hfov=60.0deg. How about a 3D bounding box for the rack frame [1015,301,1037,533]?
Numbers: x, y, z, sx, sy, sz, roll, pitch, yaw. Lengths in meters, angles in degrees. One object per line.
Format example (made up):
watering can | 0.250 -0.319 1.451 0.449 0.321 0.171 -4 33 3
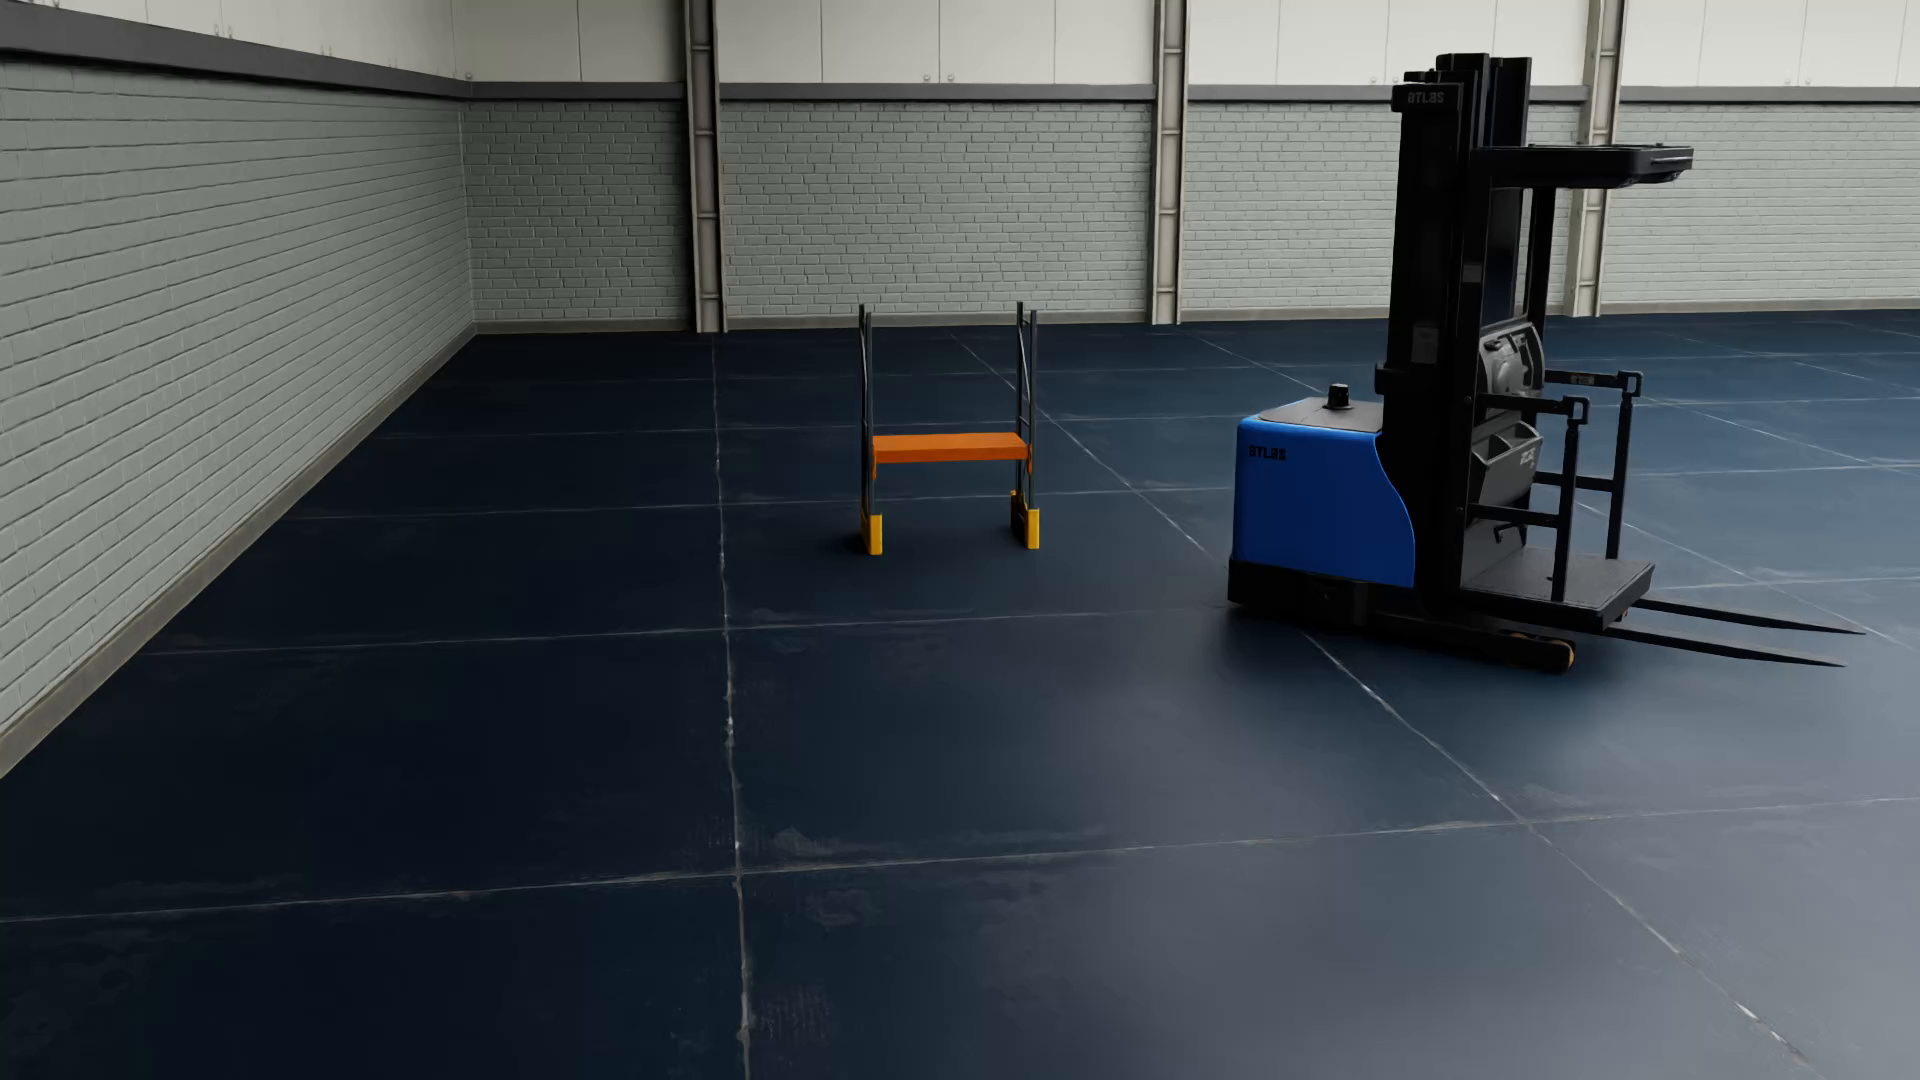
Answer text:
rack frame | 0.418 -0.743 10.601 0.032 1.500 0.500 -2 14 -8

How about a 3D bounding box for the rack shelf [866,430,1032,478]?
rack shelf | -0.084 -0.550 10.571 1.000 0.185 0.538 -2 14 -8

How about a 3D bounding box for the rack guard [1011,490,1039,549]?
rack guard | 0.417 -0.137 10.752 0.087 0.250 0.587 -2 14 -8

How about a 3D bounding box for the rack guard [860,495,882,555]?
rack guard | -0.568 -0.100 10.608 0.087 0.250 0.587 -2 14 -8

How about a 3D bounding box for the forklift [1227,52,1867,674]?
forklift | 2.968 -0.913 8.337 3.031 2.935 1.130 10 17 34

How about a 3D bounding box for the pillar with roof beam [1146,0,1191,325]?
pillar with roof beam | 3.371 -6.244 17.122 0.400 9.000 9.100 -2 14 -8

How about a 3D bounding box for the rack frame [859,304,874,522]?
rack frame | -0.587 -0.706 10.454 0.032 1.500 0.500 -2 14 -8

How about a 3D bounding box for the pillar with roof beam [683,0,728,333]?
pillar with roof beam | -2.562 -6.027 16.255 0.400 9.000 9.100 -2 14 -8

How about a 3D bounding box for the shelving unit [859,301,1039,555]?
shelving unit | -0.075 -0.725 10.528 1.083 1.500 0.587 -2 14 -8

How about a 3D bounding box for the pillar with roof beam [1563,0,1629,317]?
pillar with roof beam | 9.304 -6.462 17.989 0.400 9.000 9.100 -2 14 -8
